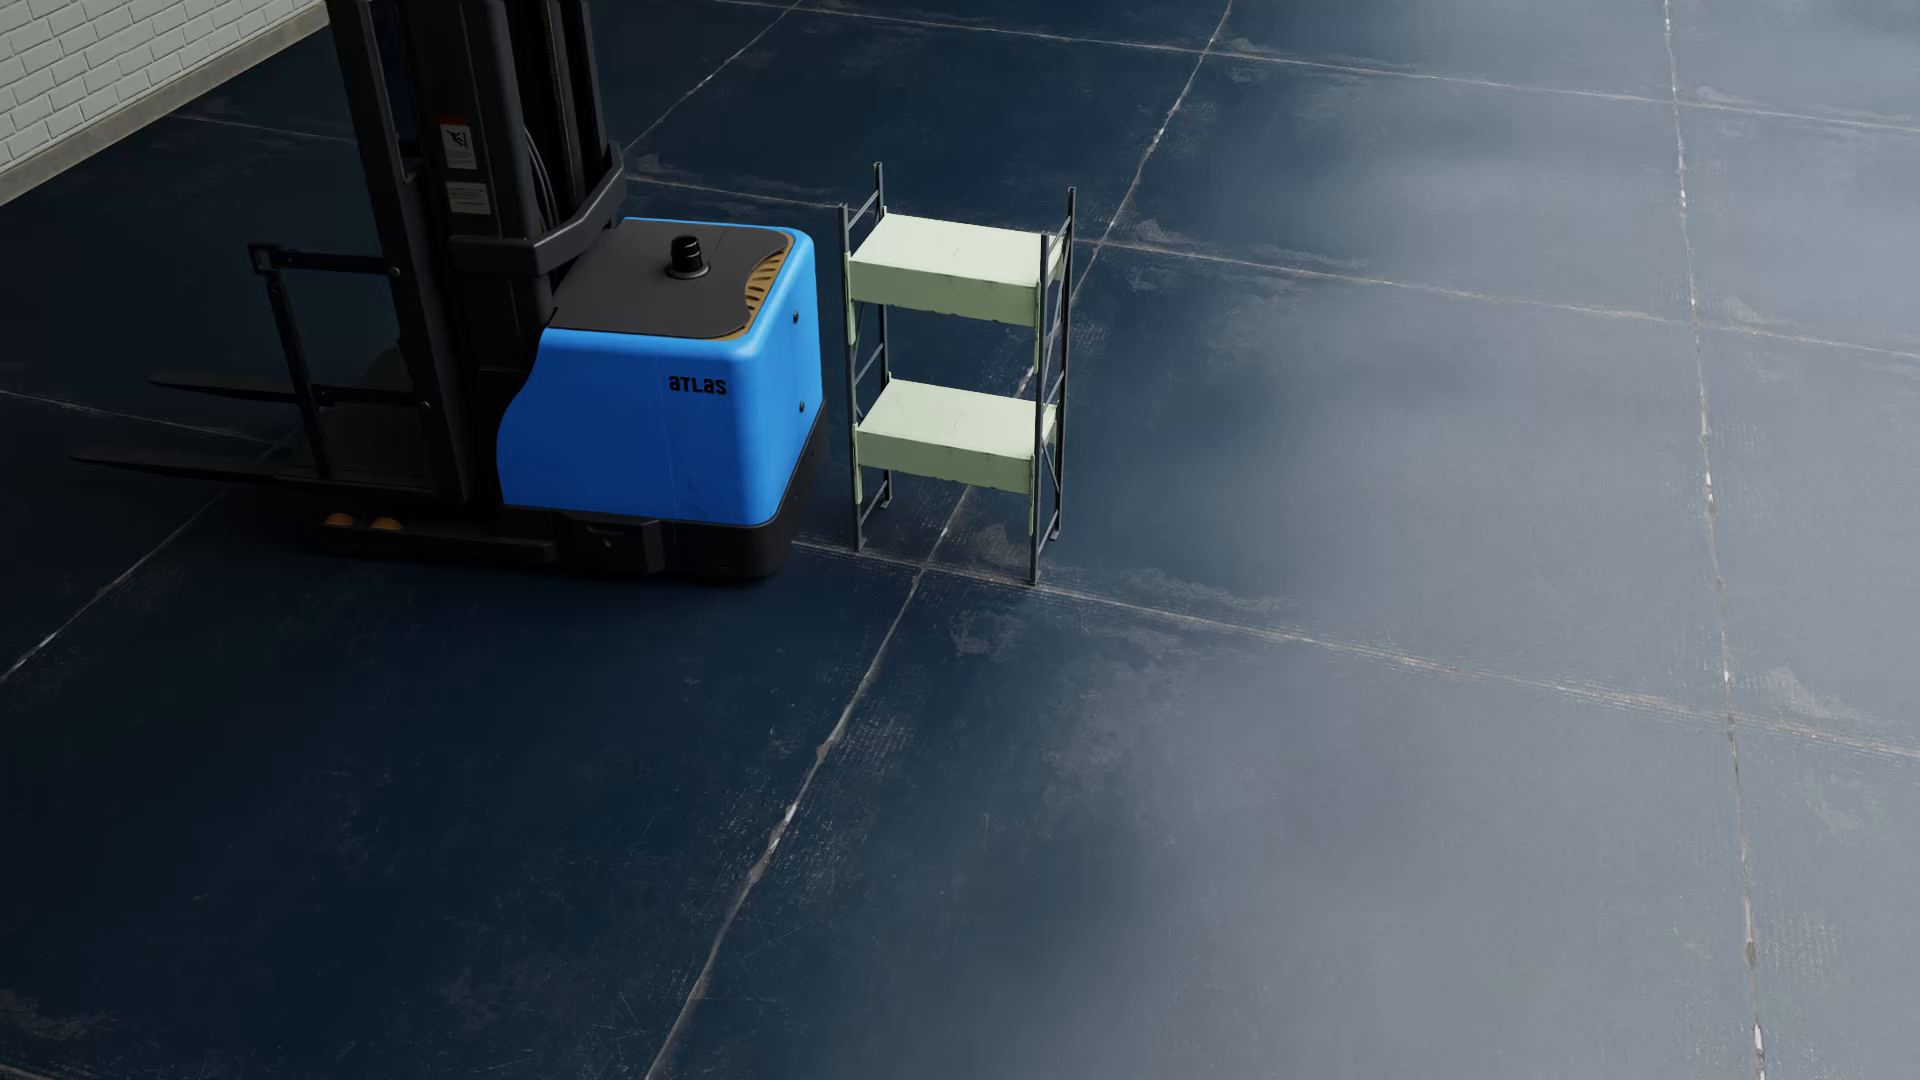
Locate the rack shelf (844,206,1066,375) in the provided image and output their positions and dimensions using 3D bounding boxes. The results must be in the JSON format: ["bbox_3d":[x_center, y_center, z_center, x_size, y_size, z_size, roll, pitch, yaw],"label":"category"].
[{"bbox_3d":[-0.006,-0.919,6.076,0.720,0.370,0.431,10,38,14],"label":"rack shelf"}]

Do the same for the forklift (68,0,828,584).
[{"bbox_3d":[-2.130,-1.408,6.191,3.031,2.935,1.130,5,37,7],"label":"forklift"}]

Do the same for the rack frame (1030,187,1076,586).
[{"bbox_3d":[0.343,-0.541,6.219,0.023,1.500,0.400,10,38,14],"label":"rack frame"}]

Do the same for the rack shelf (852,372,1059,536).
[{"bbox_3d":[-0.006,-0.343,6.500,0.720,0.370,0.431,10,38,14],"label":"rack shelf"}]

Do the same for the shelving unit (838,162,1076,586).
[{"bbox_3d":[-0.006,-0.605,6.307,0.755,1.500,0.431,10,38,14],"label":"shelving unit"}]

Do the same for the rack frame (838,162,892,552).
[{"bbox_3d":[-0.356,-0.670,6.395,0.023,1.500,0.400,10,38,14],"label":"rack frame"}]
